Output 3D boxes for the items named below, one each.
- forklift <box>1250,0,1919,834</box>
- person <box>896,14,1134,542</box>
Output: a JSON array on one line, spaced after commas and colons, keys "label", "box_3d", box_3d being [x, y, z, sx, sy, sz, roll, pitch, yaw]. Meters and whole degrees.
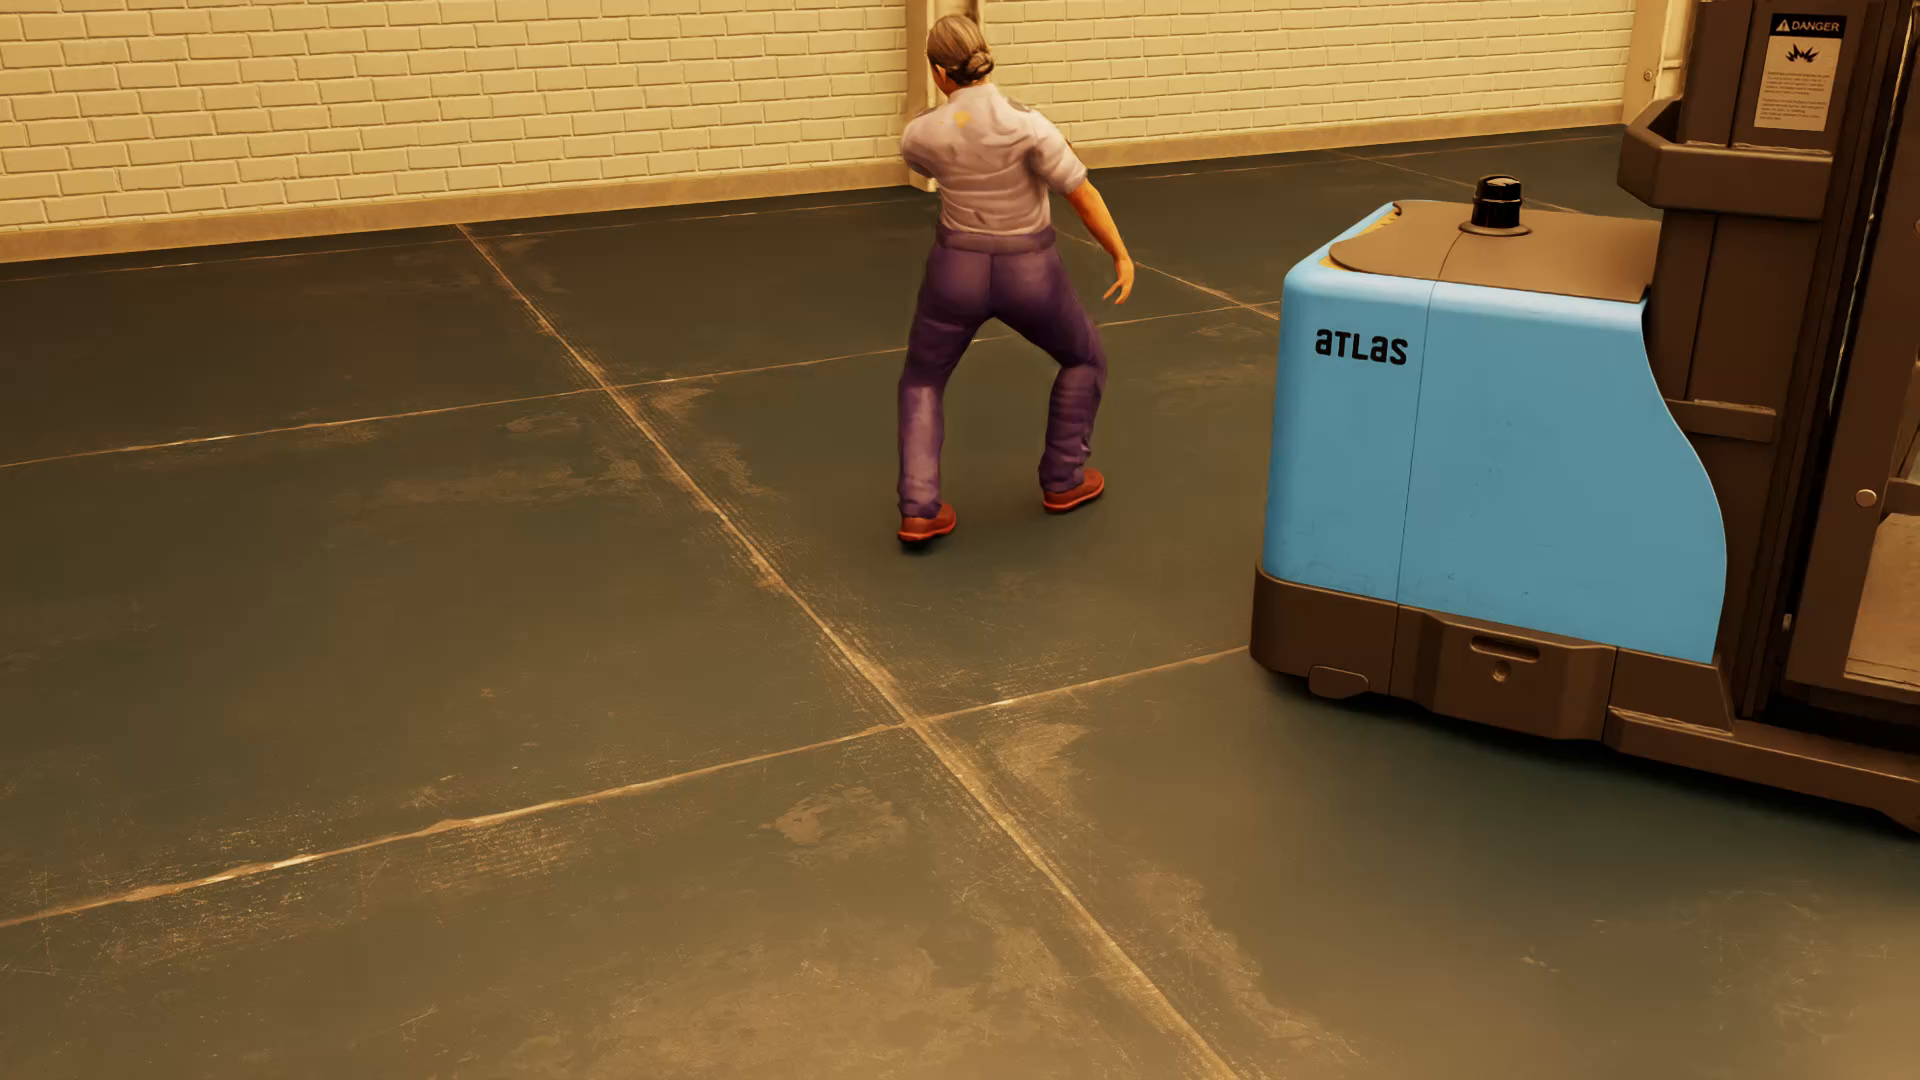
[{"label": "forklift", "box_3d": [2.283, -0.885, 3.416, 3.031, 2.935, 1.130, 11, 25, 26]}, {"label": "person", "box_3d": [0.169, -0.814, 5.065, 0.719, 1.532, 0.811, 2, 23, 4]}]
